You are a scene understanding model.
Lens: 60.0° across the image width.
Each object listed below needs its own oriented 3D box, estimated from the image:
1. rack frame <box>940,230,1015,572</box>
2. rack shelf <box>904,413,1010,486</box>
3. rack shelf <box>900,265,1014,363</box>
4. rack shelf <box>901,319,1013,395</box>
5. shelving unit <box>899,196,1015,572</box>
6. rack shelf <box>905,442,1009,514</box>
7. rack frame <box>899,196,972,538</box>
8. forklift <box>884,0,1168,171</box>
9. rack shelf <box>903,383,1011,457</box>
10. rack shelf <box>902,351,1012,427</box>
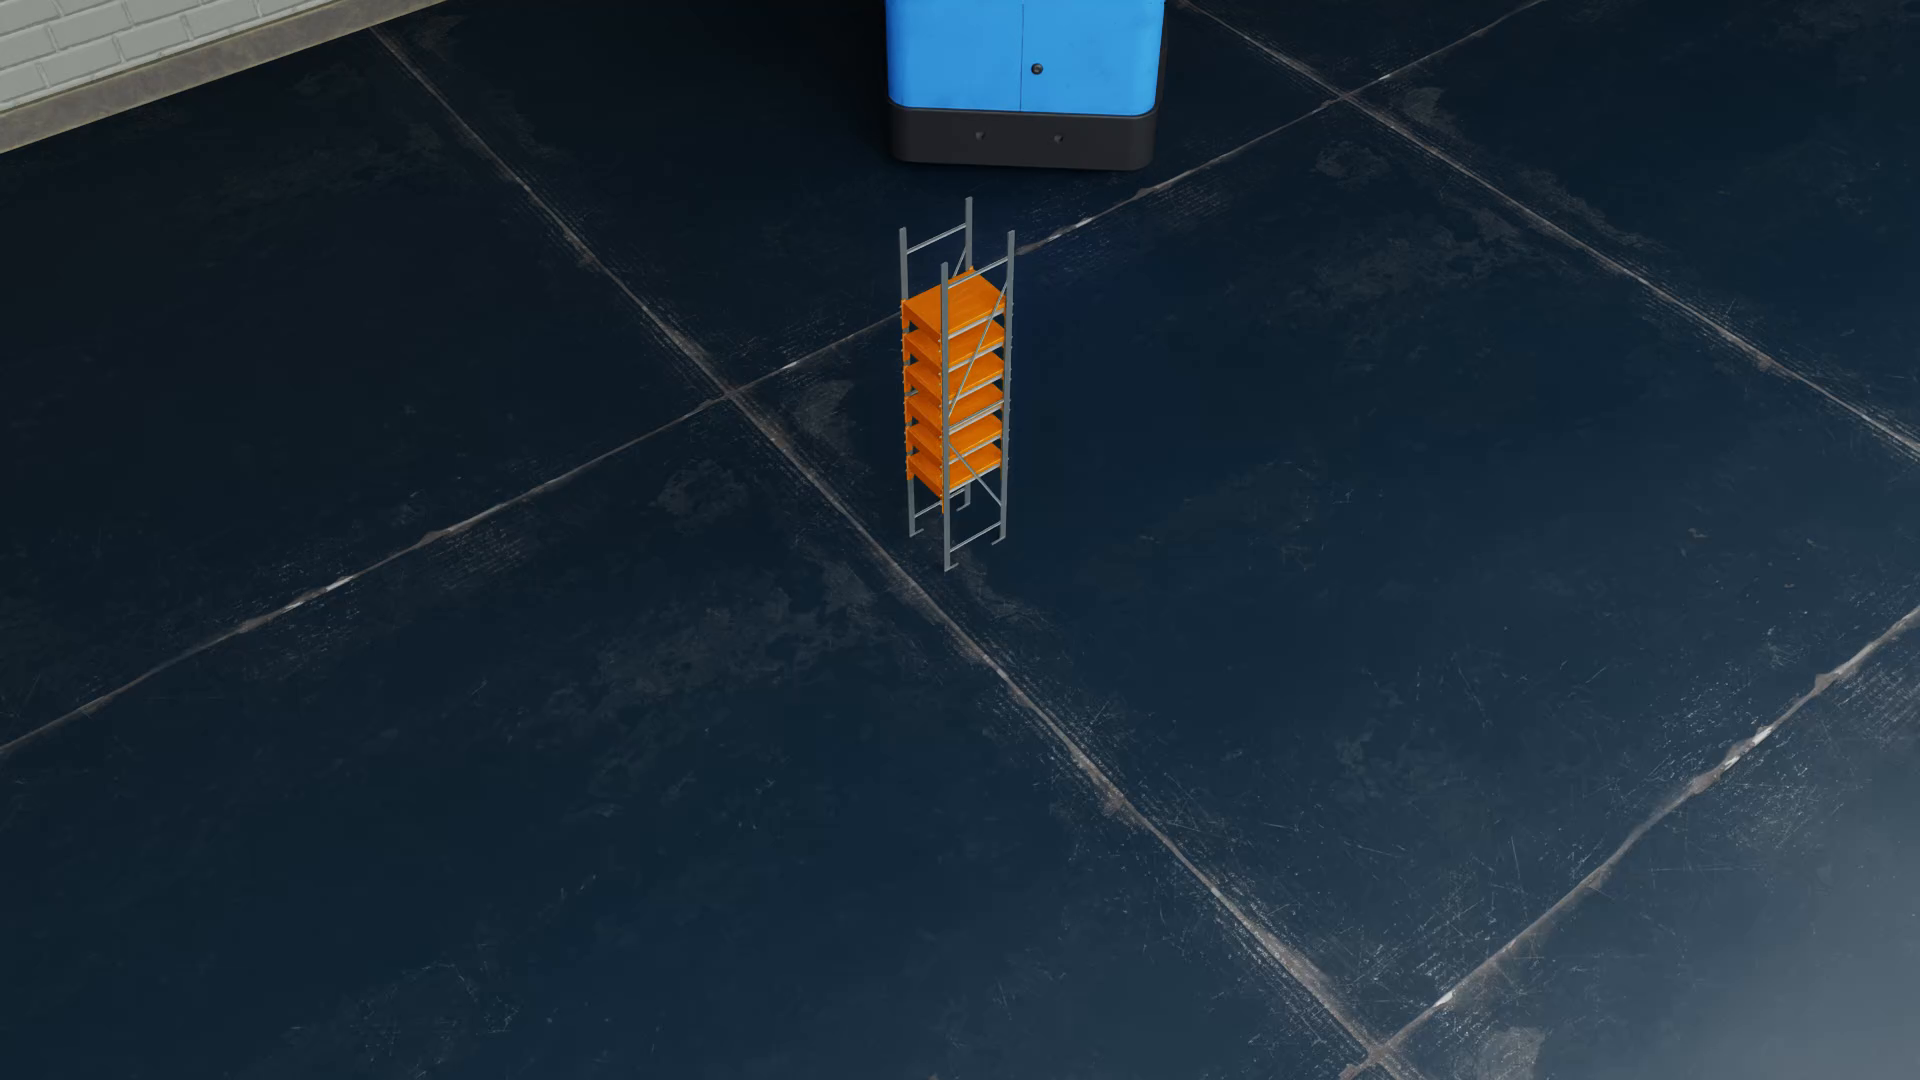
[{"bbox_3d":[0.047,-0.358,4.764,0.240,1.200,0.006,-29,54,-24],"label":"rack frame"},{"bbox_3d":[-0.009,-0.301,4.935,0.258,0.103,0.180,-29,54,-24],"label":"rack shelf"},{"bbox_3d":[-0.009,-0.623,4.579,0.258,0.103,0.180,-29,54,-24],"label":"rack shelf"},{"bbox_3d":[-0.009,-0.543,4.668,0.258,0.103,0.180,-29,54,-24],"label":"rack shelf"},{"bbox_3d":[-0.009,-0.412,4.813,0.258,1.200,0.189,-29,54,-24],"label":"shelving unit"},{"bbox_3d":[-0.009,-0.220,5.024,0.258,0.103,0.180,-29,54,-24],"label":"rack shelf"},{"bbox_3d":[-0.064,-0.465,4.862,0.240,1.200,0.006,-29,54,-24],"label":"rack frame"},{"bbox_3d":[0.331,-3.508,6.452,1.130,2.935,3.031,3,48,3],"label":"forklift"},{"bbox_3d":[-0.009,-0.382,4.846,0.258,0.103,0.180,-29,54,-24],"label":"rack shelf"},{"bbox_3d":[-0.009,-0.462,4.757,0.258,0.103,0.180,-29,54,-24],"label":"rack shelf"}]
